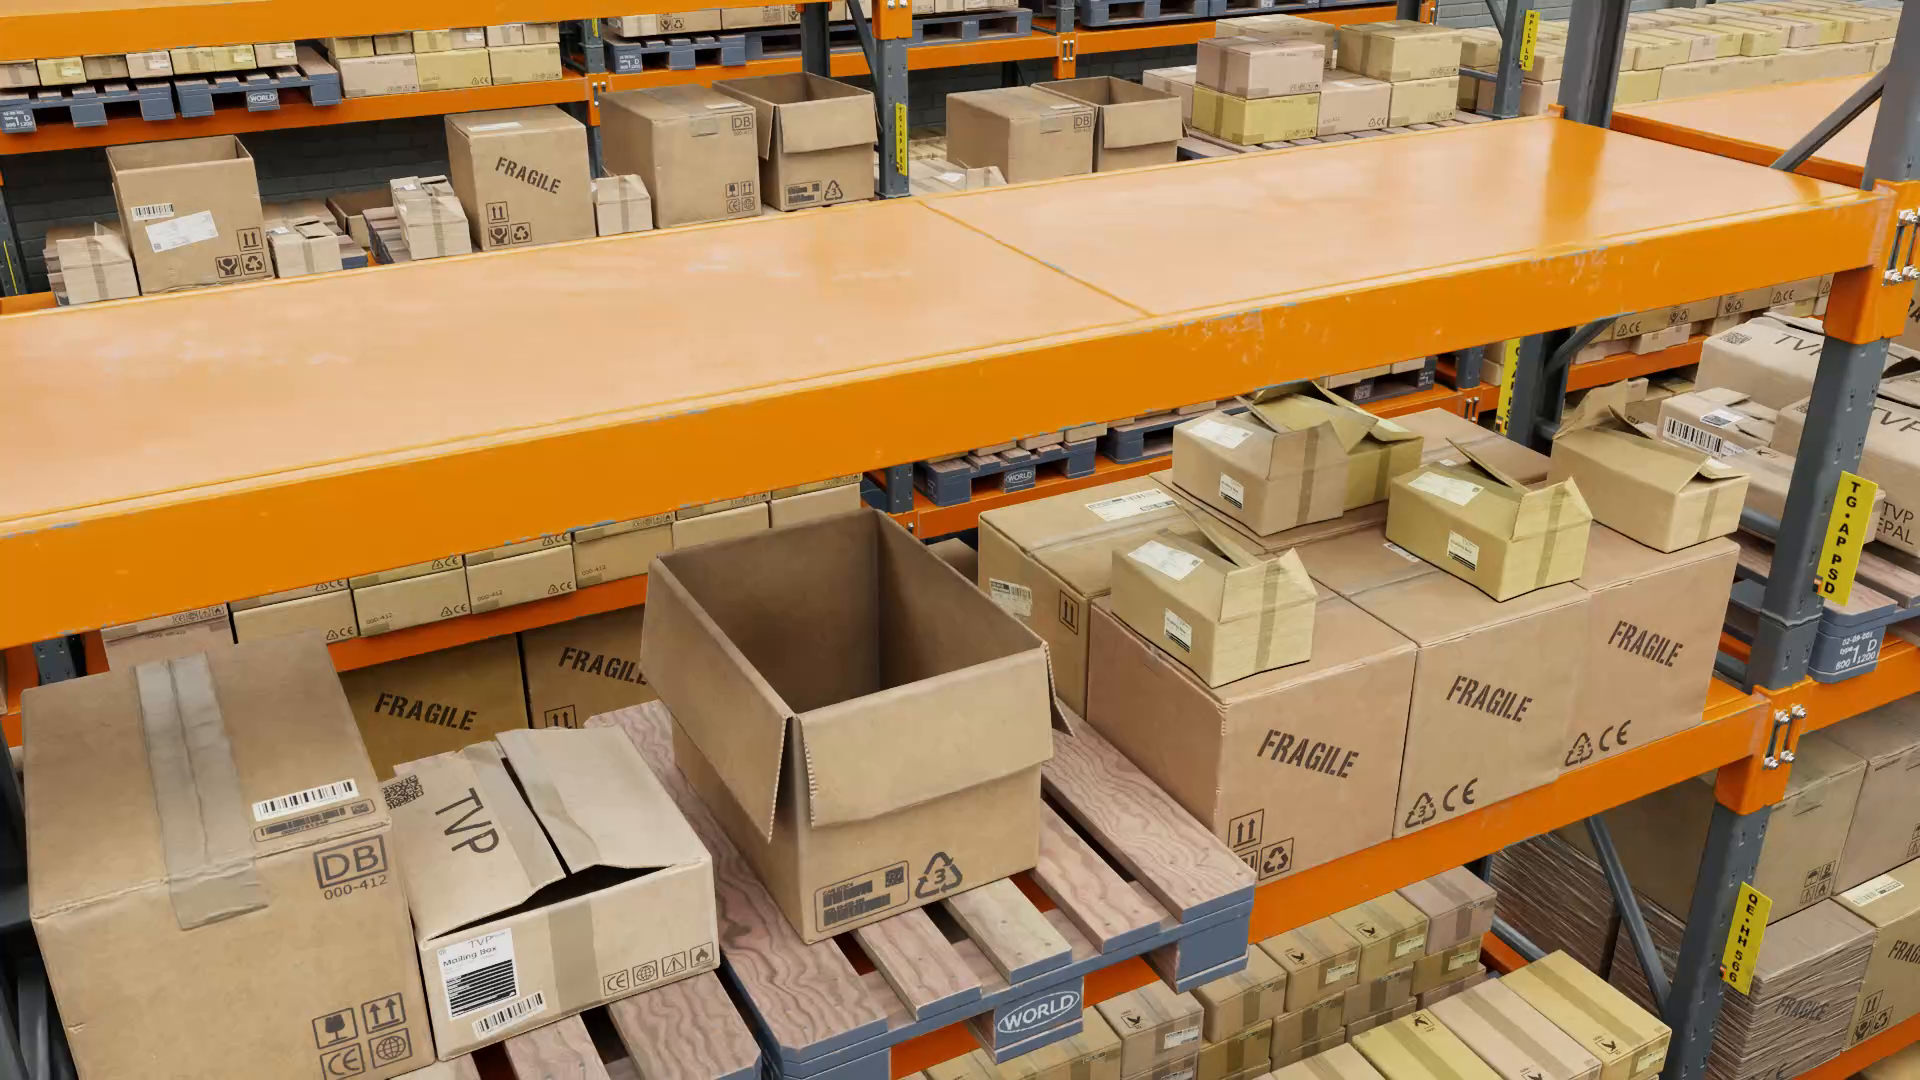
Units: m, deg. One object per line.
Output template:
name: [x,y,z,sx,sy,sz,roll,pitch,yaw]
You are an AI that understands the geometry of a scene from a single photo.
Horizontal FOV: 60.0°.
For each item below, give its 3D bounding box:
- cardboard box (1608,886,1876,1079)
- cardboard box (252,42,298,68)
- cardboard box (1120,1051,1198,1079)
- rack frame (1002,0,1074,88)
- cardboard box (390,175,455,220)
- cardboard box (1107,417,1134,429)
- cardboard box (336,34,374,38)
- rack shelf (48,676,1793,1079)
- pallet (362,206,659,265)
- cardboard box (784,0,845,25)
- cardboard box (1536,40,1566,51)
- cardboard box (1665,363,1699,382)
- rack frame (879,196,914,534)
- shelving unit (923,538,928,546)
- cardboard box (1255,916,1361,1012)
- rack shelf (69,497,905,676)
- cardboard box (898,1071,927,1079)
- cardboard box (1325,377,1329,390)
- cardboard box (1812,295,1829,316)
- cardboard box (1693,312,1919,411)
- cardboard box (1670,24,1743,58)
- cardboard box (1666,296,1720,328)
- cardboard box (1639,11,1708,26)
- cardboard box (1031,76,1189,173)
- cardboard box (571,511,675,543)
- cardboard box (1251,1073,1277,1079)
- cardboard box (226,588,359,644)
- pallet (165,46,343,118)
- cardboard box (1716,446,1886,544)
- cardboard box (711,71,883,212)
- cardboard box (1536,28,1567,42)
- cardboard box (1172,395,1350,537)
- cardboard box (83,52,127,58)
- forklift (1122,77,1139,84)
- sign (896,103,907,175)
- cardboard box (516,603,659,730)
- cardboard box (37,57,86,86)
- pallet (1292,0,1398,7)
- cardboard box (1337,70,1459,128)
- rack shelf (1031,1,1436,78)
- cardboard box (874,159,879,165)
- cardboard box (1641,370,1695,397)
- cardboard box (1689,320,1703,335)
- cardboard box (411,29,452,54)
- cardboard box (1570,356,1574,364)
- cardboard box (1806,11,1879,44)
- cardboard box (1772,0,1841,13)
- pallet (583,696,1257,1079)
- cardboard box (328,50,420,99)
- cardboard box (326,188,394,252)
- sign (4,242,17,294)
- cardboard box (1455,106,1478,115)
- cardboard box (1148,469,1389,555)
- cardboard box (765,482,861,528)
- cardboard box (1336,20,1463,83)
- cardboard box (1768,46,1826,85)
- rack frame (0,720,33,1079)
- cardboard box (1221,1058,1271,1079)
cardboard box: [2.409,1.341,5.177,0.500,0.500,0.500,-13,28,-25]
cardboard box: [-4.606,-3.280,11.143,0.250,0.149,0.380,-12,28,-24]
cardboard box: [0.450,1.400,4.632,0.250,0.149,0.380,-13,29,-25]
rack frame: [0.658,-3.205,14.761,0.127,3.000,1.000,-13,29,-25]
cardboard box: [-2.464,-1.559,7.653,0.250,0.166,0.380,-10,28,-21]
cardboard box: [0.799,-0.776,9.508,0.250,0.149,0.380,-11,28,-22]
cardboard box: [-4.180,-3.541,11.365,0.250,0.149,0.380,-13,29,-25]
rack shelf: [0.121,0.754,3.881,4.000,0.370,1.077,-13,29,-25]
pallet: [-2.061,-1.382,7.717,1.213,0.211,1.003,-12,28,-23]
cardboard box: [-1.219,-4.283,12.826,0.500,0.500,0.500,-12,28,-24]
cardboard box: [3.644,-2.912,10.054,0.250,0.149,0.380,-12,28,-24]
cardboard box: [5.194,-1.238,11.742,0.250,0.149,0.380,-12,28,-23]
rack frame: [-0.532,-0.495,9.117,0.127,3.000,1.000,-13,29,-25]
shelving unit: [0.006,-0.677,11.230,0.755,1.500,0.431,-13,29,-25]
cardboard box: [0.933,1.155,4.799,0.250,0.149,0.380,-13,29,-25]
rack shelf: [-2.297,0.237,8.425,4.000,0.370,1.077,-13,29,-25]
cardboard box: [-0.231,1.424,4.239,0.250,0.149,0.380,-14,29,-27]
cardboard box: [1.998,-1.009,9.993,0.250,0.149,0.380,-13,28,-25]
cardboard box: [6.126,-1.759,12.041,0.250,0.149,0.380,-13,29,-26]
cardboard box: [2.667,-0.499,5.162,0.500,0.311,0.500,-13,29,-25]
cardboard box: [4.762,-3.196,10.646,0.250,0.149,0.380,-12,28,-24]
cardboard box: [4.834,-1.791,11.357,0.500,0.500,0.500,-13,28,-24]
cardboard box: [4.760,-3.430,11.135,0.250,0.149,0.380,-12,28,-24]
cardboard box: [0.800,-2.215,9.116,0.637,0.503,0.797,-13,29,-25]
cardboard box: [-1.733,-0.239,8.180,0.500,0.250,0.500,-14,29,-26]
cardboard box: [0.766,1.512,4.055,0.250,0.149,0.380,-13,29,-25]
cardboard box: [-3.093,0.293,7.650,0.500,0.250,0.500,-14,29,-26]
pallet: [-4.879,-3.161,11.422,1.003,0.211,1.213,-13,29,-25]
cardboard box: [2.256,-0.105,4.530,0.250,0.149,0.380,-14,29,-27]
cardboard box: [-0.794,-1.949,8.075,0.637,0.503,0.797,-15,29,-28]
cardboard box: [3.639,-3.157,10.565,0.250,0.149,0.380,-12,28,-24]
cardboard box: [0.738,-0.218,4.076,0.258,0.266,0.396,-13,29,-25]
cardboard box: [-5.485,-3.193,10.617,0.250,0.149,0.380,-14,29,-26]
forklift: [1.651,-1.779,11.871,3.031,2.935,1.130,-14,29,-27]
sign: [-0.278,-1.902,7.894,0.005,0.325,0.100,-13,29,-25]
cardboard box: [-1.970,0.563,8.884,0.875,0.875,0.875,-13,28,-24]
cardboard box: [-5.705,-2.997,10.552,0.250,0.149,0.380,-13,28,-25]
pallet: [3.552,-5.198,15.548,1.213,0.211,1.003,-13,29,-25]
cardboard box: [2.550,-2.609,9.744,0.500,0.250,0.500,-14,29,-26]
rack shelf: [2.423,-4.640,15.116,4.000,0.370,1.077,-13,29,-25]
cardboard box: [-0.850,-3.033,13.538,0.250,0.149,0.380,-14,29,-26]
cardboard box: [5.035,-0.942,11.873,0.500,0.500,0.500,-14,29,-26]
cardboard box: [4.939,-1.549,11.604,0.250,0.149,0.380,-13,29,-25]
cardboard box: [-3.751,-3.534,11.694,0.250,0.149,0.380,-13,29,-25]
cardboard box: [3.845,-1.275,11.032,0.250,0.149,0.380,-13,29,-25]
cardboard box: [5.905,-3.444,11.164,0.250,0.149,0.380,-13,29,-26]
cardboard box: [5.902,-3.671,11.636,0.250,0.149,0.380,-13,29,-25]
pallet: [-0.135,0.625,3.537,1.003,0.211,1.213,-13,29,-25]
cardboard box: [-4.095,-3.273,11.610,0.500,0.250,0.500,-13,29,-25]
cardboard box: [-4.225,-2.223,12.111,0.637,0.503,0.797,-14,29,-26]
sign: [-6.139,-1.760,10.752,0.005,0.325,0.100,-13,29,-25]
cardboard box: [3.132,-2.730,10.596,0.250,0.149,0.380,-13,28,-25]
cardboard box: [0.819,0.097,4.304,0.500,0.500,0.500,-13,29,-25]
cardboard box: [-0.856,-0.225,8.729,0.500,0.250,0.500,-14,29,-27]
cardboard box: [2.546,-2.842,9.651,0.500,0.250,0.500,-12,28,-24]
cardboard box: [5.302,-3.126,10.962,0.500,0.250,0.500,-12,28,-24]
rack frame: [-1.643,-0.515,2.228,0.127,3.000,1.000,-13,29,-25]
cardboard box: [0.684,1.478,4.813,0.250,0.149,0.380,-12,28,-23]
